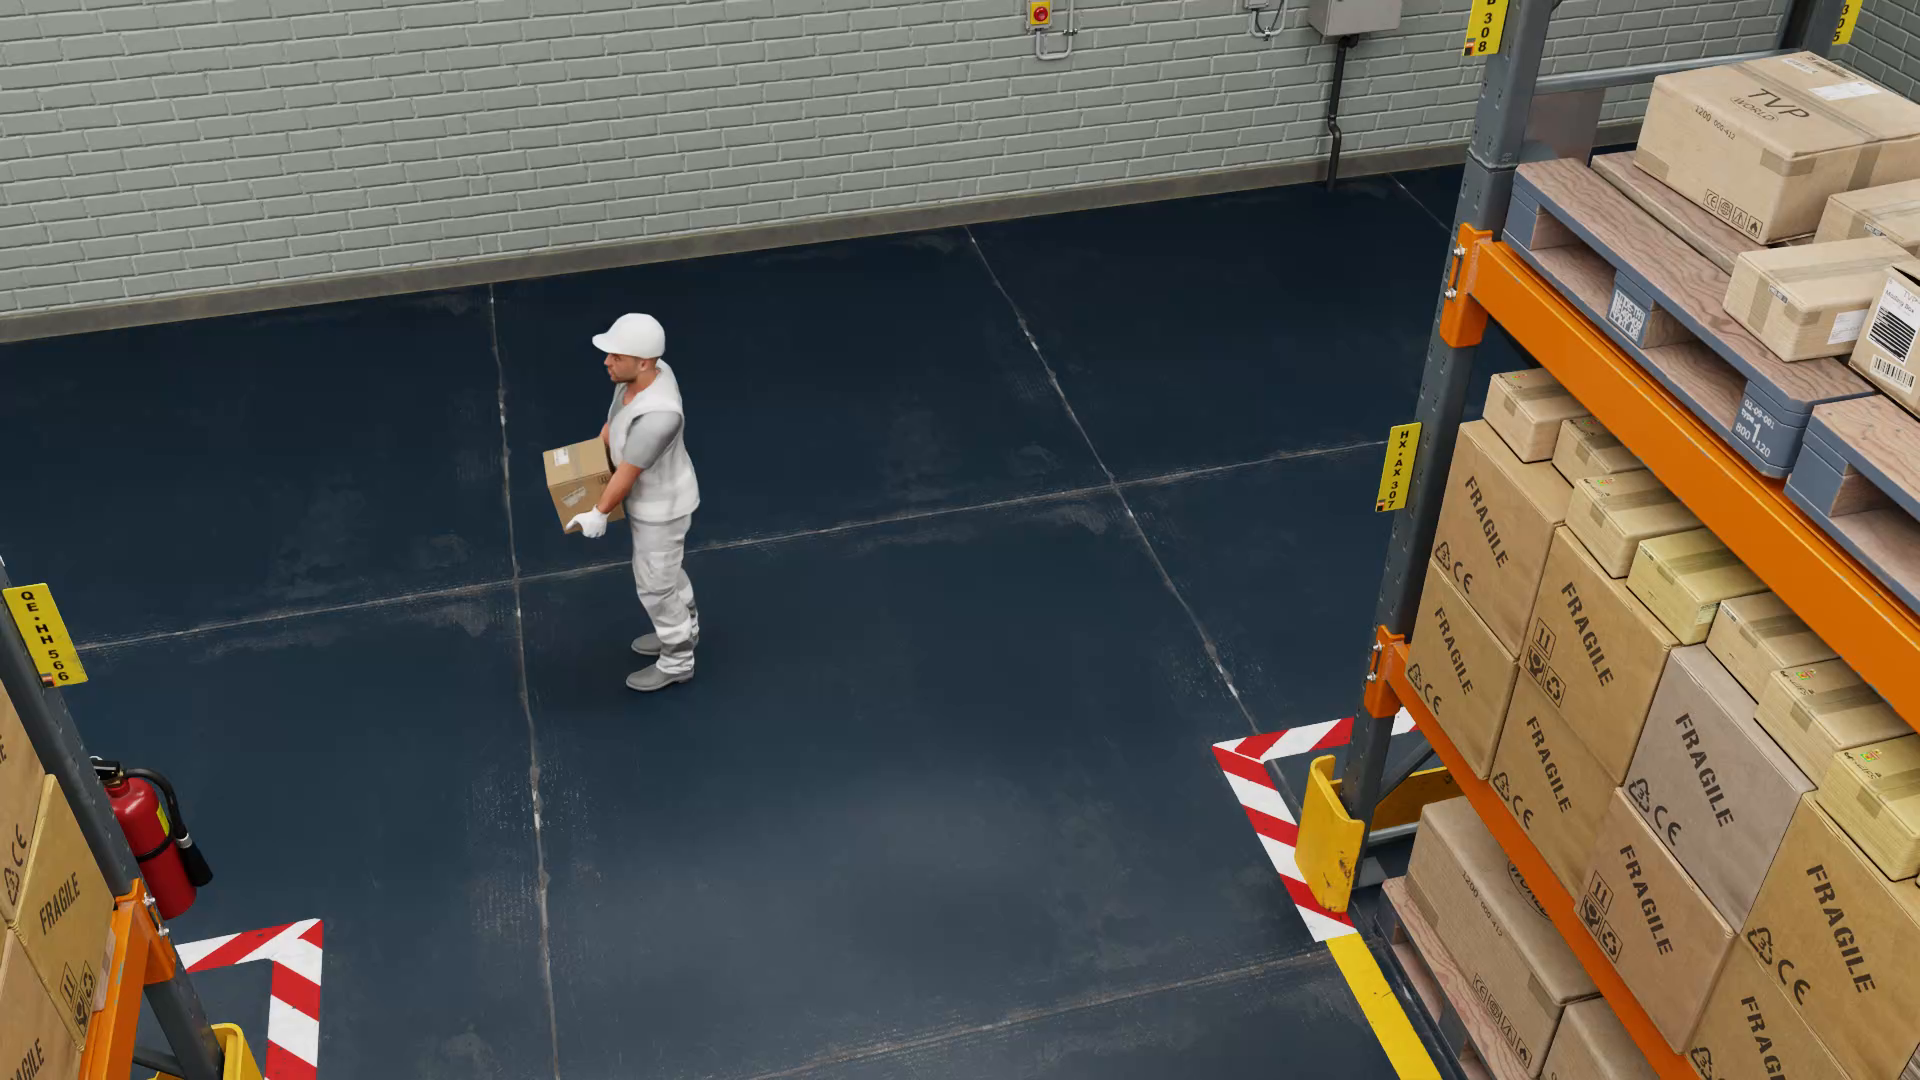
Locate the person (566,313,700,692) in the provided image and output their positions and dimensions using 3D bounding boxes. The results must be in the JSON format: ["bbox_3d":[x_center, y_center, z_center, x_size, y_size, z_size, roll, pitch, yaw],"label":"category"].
[{"bbox_3d":[-1.352,-0.134,6.868,0.553,1.787,0.495,-10,39,-12],"label":"person"}]
